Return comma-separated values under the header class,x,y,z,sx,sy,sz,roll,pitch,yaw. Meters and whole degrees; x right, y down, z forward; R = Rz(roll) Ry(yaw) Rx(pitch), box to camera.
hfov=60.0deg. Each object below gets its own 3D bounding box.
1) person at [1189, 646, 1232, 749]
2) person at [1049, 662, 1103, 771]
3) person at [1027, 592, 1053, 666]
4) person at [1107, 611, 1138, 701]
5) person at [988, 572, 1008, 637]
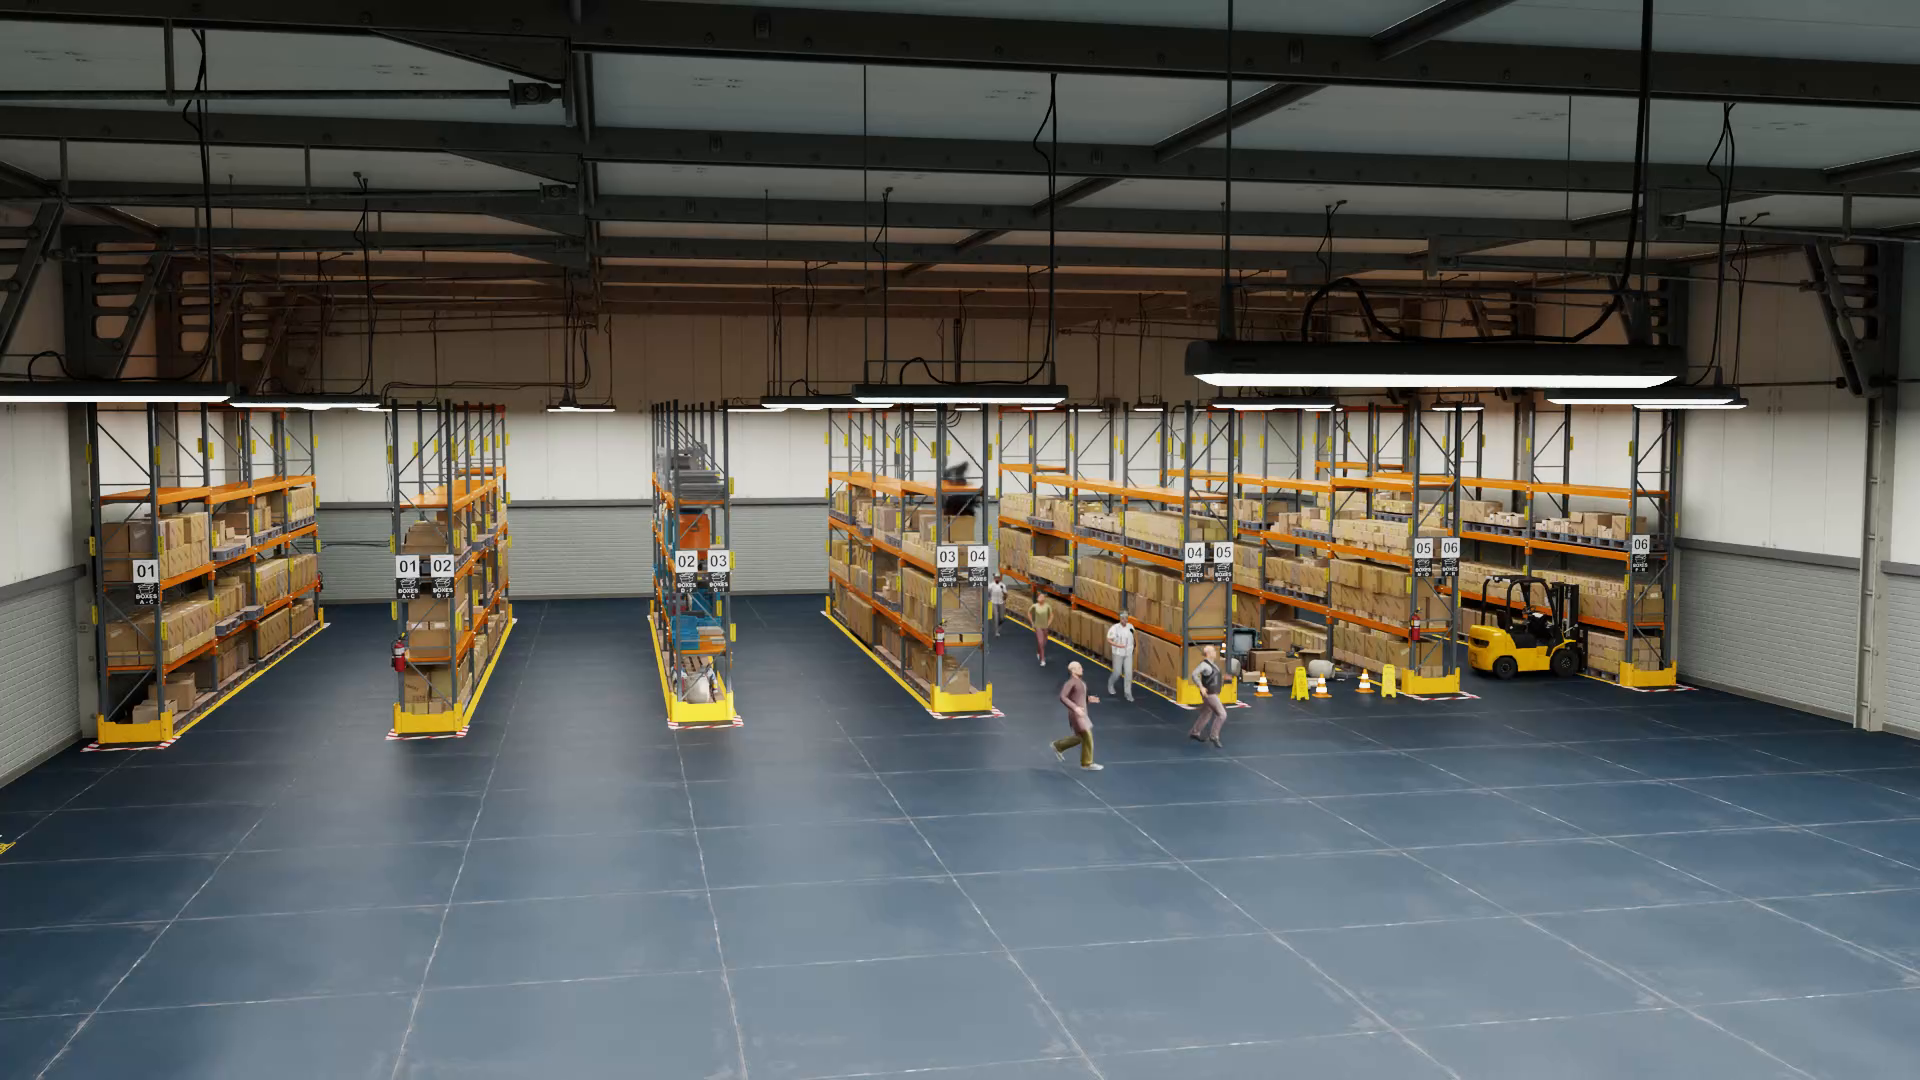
class,x,y,z,sx,sy,sz,roll,pitch,yaw
person,4.312,2.710,28.659,0.752,1.777,0.624,1,5,19
person,1.863,2.829,26.804,0.917,1.747,0.720,1,5,17
person,1.856,2.027,38.225,0.591,1.667,0.850,-1,4,-12
person,3.277,2.309,33.591,0.686,1.806,0.867,-1,5,-17
person,0.950,1.648,43.088,0.581,1.655,0.700,-1,4,-8
